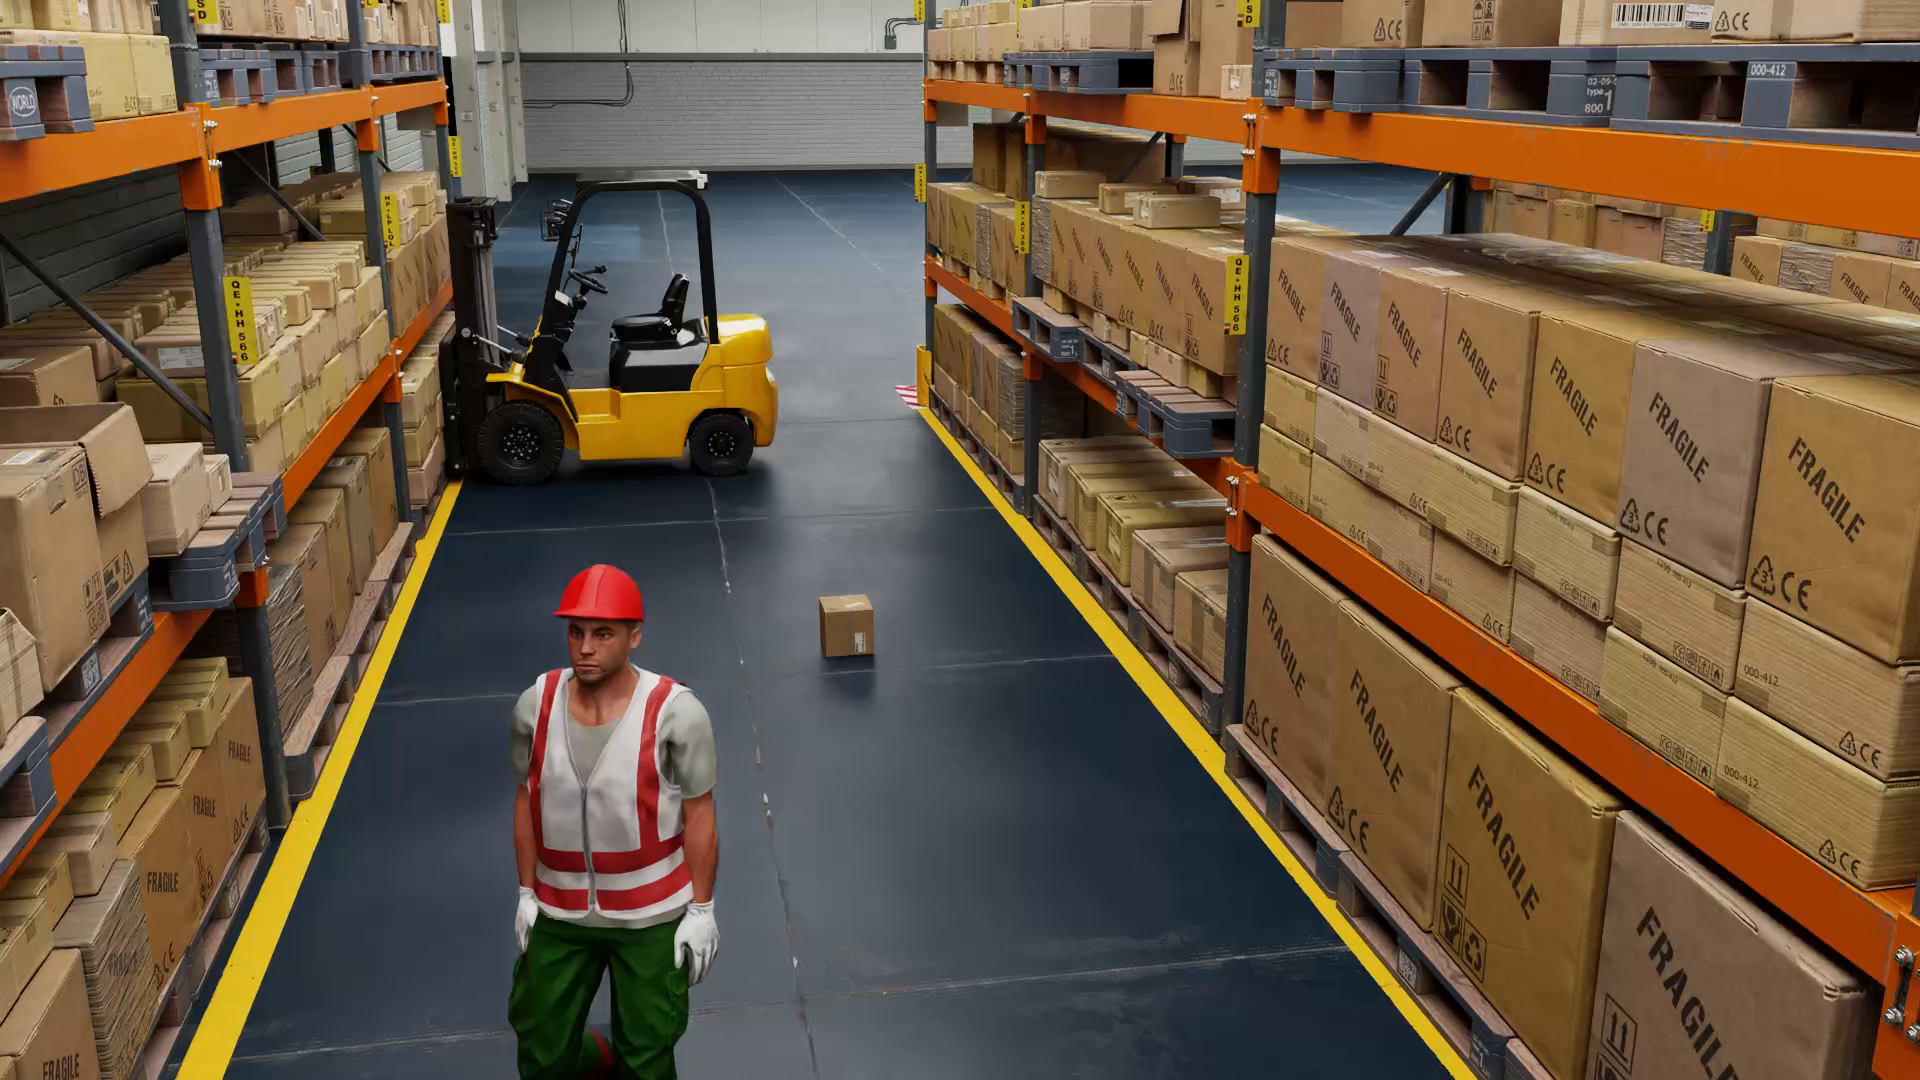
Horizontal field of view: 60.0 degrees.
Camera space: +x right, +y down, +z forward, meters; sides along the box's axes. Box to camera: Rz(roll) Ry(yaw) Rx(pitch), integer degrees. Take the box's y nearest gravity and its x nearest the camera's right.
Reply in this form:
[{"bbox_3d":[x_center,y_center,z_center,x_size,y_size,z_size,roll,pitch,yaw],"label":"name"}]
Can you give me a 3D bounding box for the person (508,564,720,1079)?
[{"bbox_3d":[-0.867,0.923,4.226,0.541,1.784,0.560,2,16,7],"label":"person"}]
